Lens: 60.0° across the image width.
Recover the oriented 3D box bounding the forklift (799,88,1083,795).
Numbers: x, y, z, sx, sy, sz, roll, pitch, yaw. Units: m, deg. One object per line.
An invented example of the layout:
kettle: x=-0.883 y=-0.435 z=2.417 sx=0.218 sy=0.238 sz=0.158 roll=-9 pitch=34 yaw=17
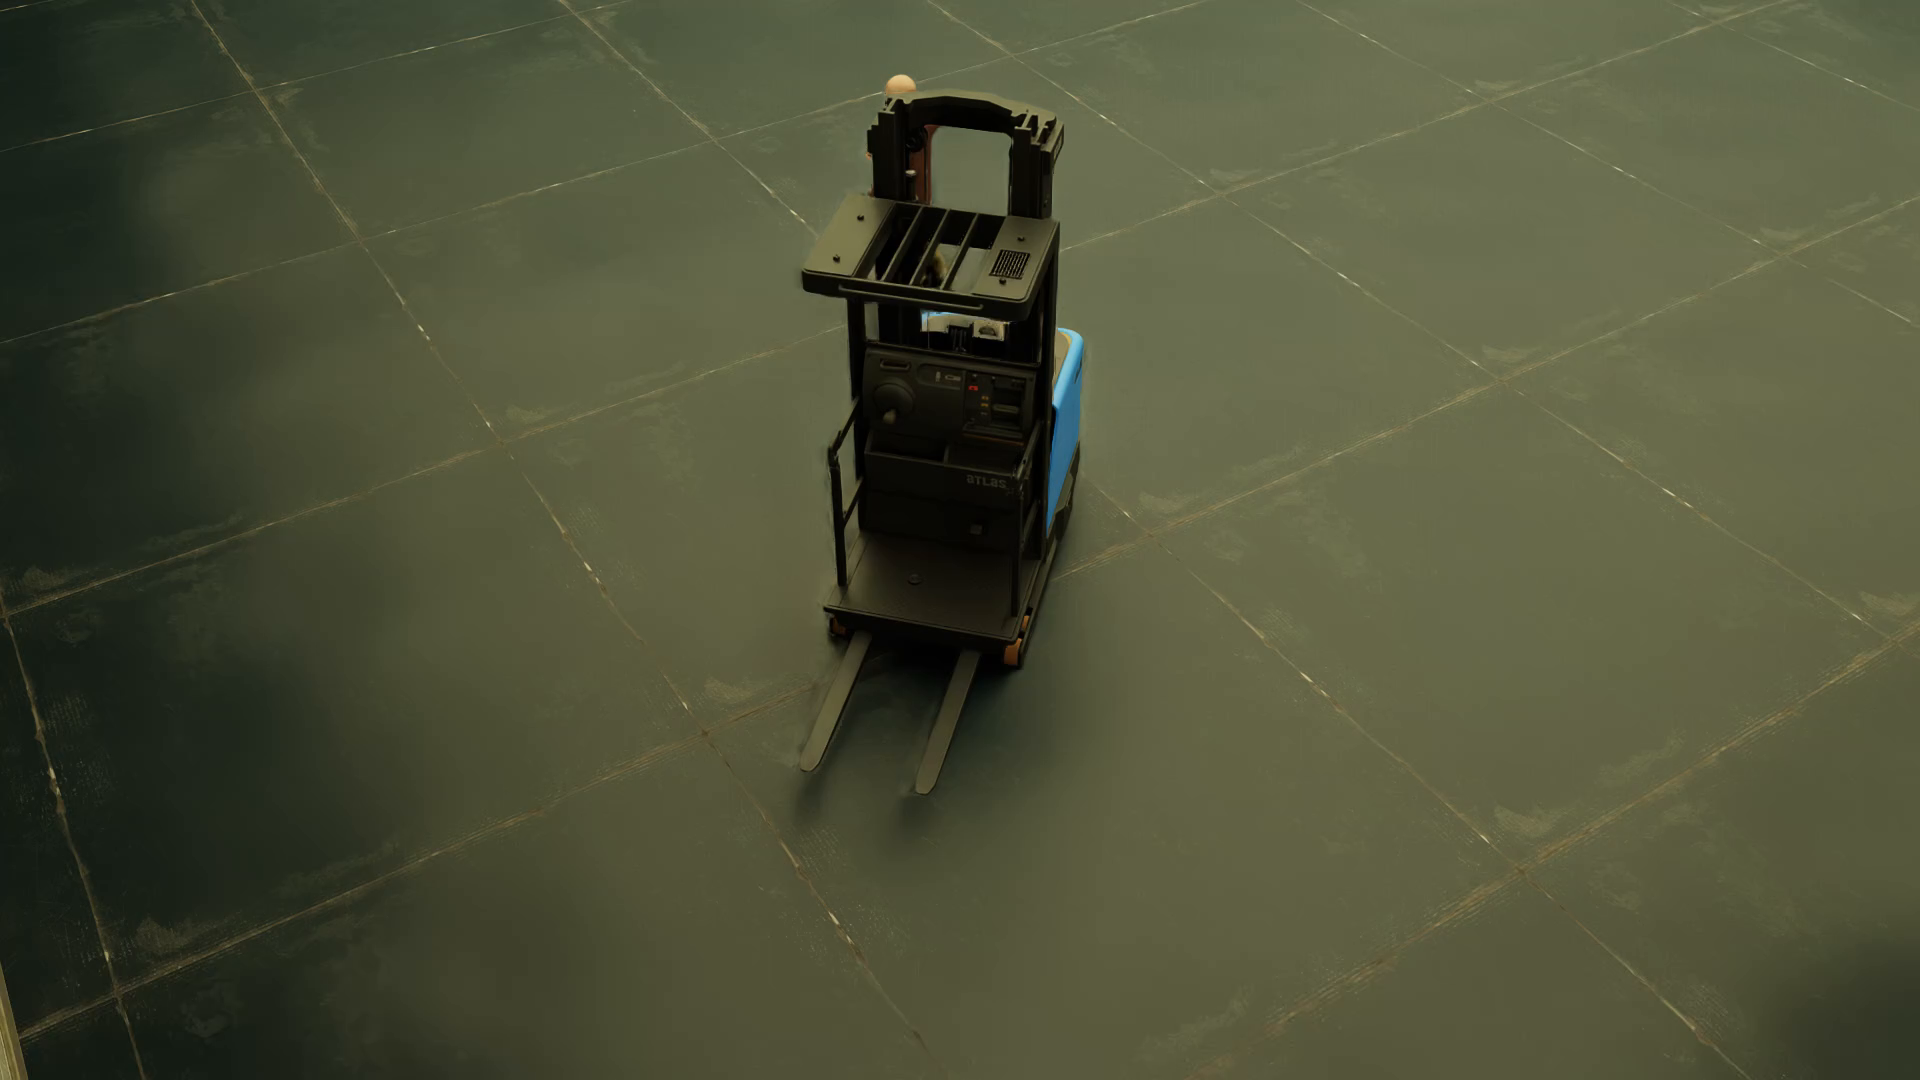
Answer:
forklift: x=-0.113 y=-0.682 z=8.651 sx=1.130 sy=2.935 sz=3.031 roll=10 pitch=42 yaw=11

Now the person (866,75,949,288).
person: x=-0.423 y=-2.463 z=11.630 sx=0.703 sy=1.710 sz=0.741 roll=-26 pitch=47 yaw=-26
